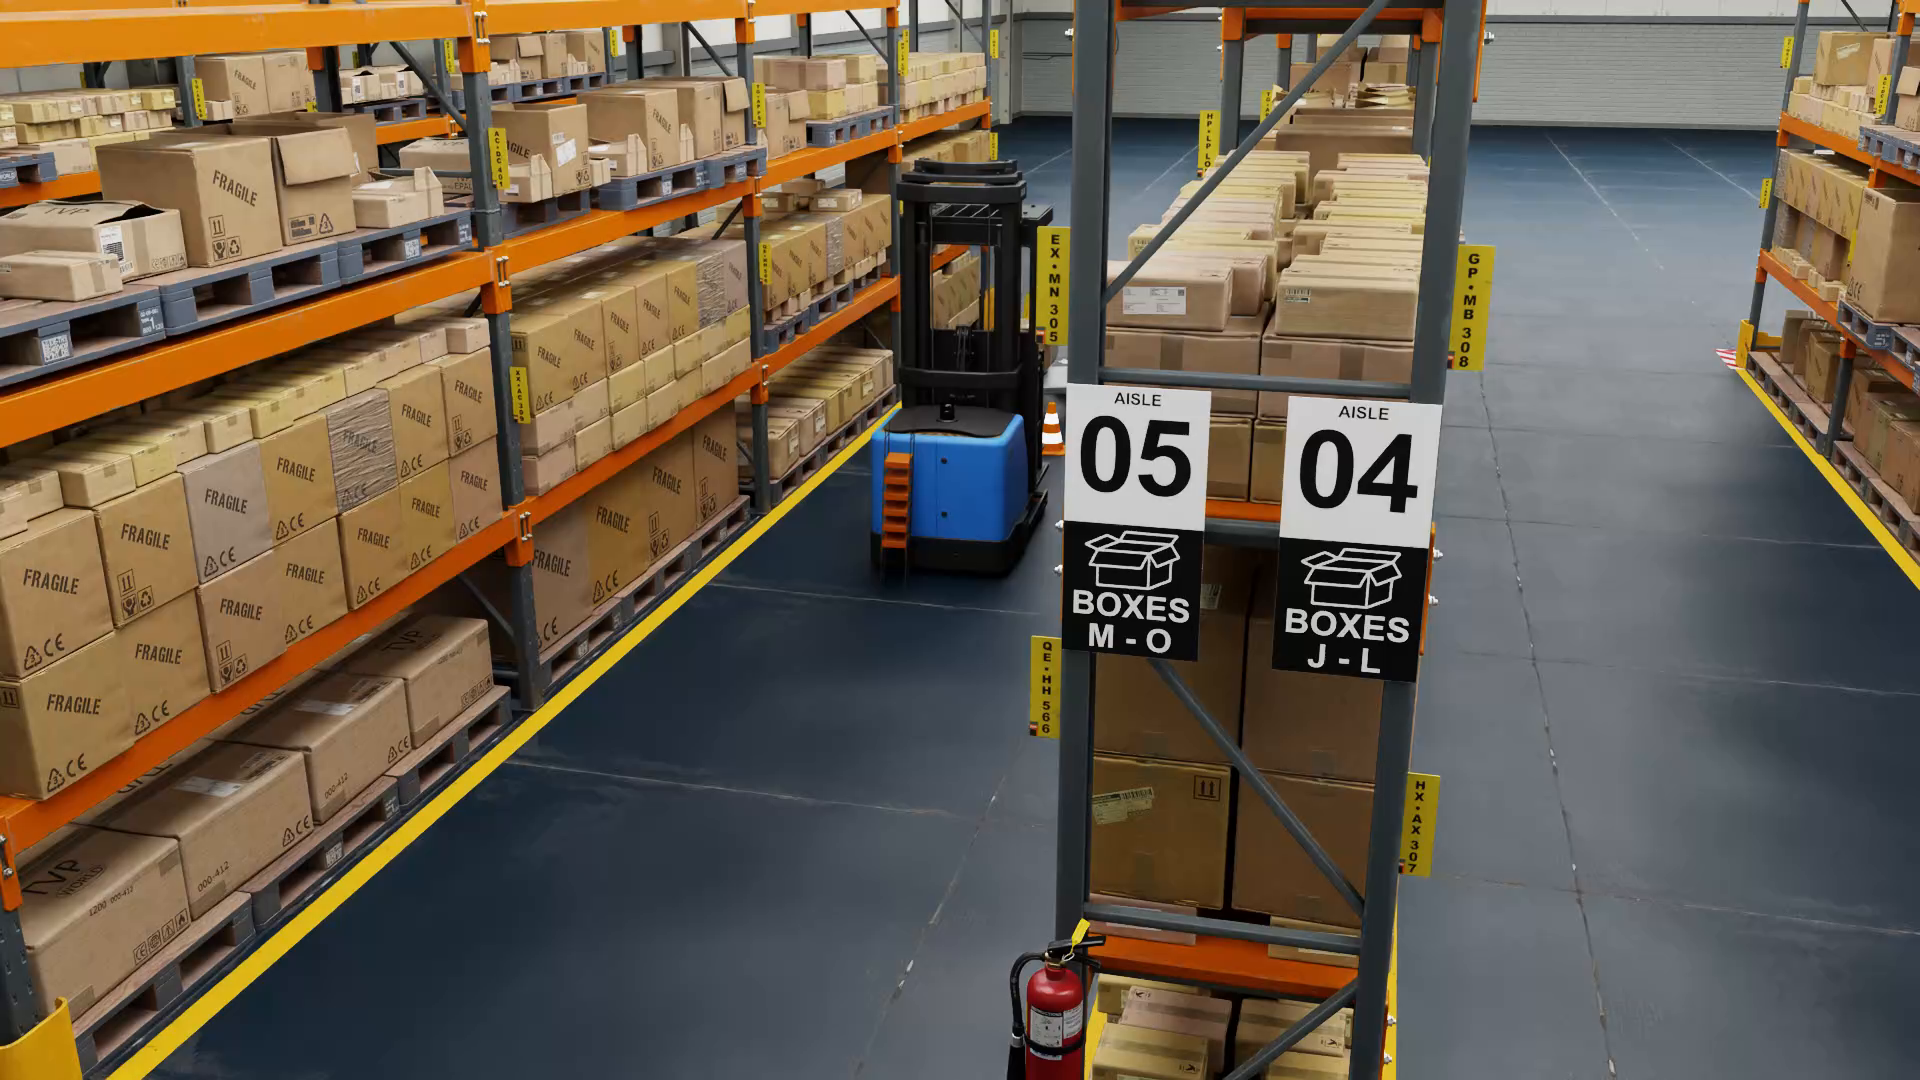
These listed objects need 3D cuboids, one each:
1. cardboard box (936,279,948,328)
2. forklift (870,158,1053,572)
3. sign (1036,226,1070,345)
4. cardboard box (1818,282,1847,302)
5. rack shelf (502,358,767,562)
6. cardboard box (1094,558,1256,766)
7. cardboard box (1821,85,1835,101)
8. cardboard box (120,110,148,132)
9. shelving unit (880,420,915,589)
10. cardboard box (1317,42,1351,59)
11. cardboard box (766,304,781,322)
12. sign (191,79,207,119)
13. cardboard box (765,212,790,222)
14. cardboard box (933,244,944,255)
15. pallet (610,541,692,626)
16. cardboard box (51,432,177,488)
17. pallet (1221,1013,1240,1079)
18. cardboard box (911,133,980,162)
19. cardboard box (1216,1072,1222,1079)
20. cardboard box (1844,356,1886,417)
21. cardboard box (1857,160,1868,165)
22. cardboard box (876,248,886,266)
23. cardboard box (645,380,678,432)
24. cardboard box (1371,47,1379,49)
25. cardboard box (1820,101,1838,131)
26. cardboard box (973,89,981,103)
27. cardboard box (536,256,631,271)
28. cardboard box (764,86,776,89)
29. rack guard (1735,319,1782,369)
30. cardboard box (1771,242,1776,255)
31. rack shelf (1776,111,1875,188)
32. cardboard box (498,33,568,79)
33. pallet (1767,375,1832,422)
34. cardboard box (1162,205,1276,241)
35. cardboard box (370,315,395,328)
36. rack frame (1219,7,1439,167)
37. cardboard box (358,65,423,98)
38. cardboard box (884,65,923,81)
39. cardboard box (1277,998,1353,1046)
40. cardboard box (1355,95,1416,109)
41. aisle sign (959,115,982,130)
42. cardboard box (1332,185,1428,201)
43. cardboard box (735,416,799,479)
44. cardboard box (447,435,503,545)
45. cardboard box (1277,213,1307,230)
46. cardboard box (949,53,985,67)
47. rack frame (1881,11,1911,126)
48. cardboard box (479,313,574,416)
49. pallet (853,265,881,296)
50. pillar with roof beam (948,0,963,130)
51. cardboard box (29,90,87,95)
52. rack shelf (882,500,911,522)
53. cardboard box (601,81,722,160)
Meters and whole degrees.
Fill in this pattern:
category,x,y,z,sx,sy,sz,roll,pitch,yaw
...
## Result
category,x,y,z,sx,sy,sz,roll,pitch,yaw
cardboard box,-0.446,-2.678,18.831,0.500,0.500,0.500,6,20,16
forklift,0.125,-1.587,13.298,1.130,2.935,3.031,4,19,11
sign,0.260,-0.699,4.583,0.100,0.325,0.005,5,19,13
cardboard box,8.420,-2.358,15.840,0.380,0.149,0.250,5,19,13
rack shelf,-2.565,-0.710,11.738,1.077,0.370,4.000,5,19,13
cardboard box,0.664,0.365,5.315,0.500,0.500,0.500,4,19,12
cardboard box,8.845,-4.466,16.597,0.380,0.149,0.250,4,19,11
cardboard box,-6.826,-3.395,13.462,0.380,0.149,0.250,4,19,12
shelving unit,-0.455,-0.252,12.056,0.189,1.200,0.258,4,19,4
cardboard box,3.629,-4.793,16.290,0.380,0.149,0.250,5,19,13
cardboard box,-1.715,-1.930,13.936,0.380,0.149,0.250,3,19,10
sign,-6.365,-3.688,13.905,0.100,0.325,0.005,5,19,13
cardboard box,-1.863,-2.720,15.247,0.500,0.500,0.500,4,19,11
cardboard box,-0.390,-3.285,18.554,0.380,0.149,0.250,5,19,14
pallet,-2.643,0.265,12.085,1.003,0.211,1.213,5,19,13
cardboard box,-3.460,-0.330,6.809,0.380,0.149,0.250,4,19,12
pallet,1.045,2.234,6.322,1.003,0.211,1.213,5,19,13
cardboard box,-0.166,-4.510,19.590,0.700,0.500,0.500,5,19,14
cardboard box,0.832,1.994,6.470,0.380,0.149,0.250,5,19,13
cardboard box,8.779,-1.466,16.057,0.500,0.500,0.500,12,22,31
cardboard box,9.351,-3.557,16.800,0.500,0.500,0.500,5,19,13
cardboard box,-0.958,-2.828,16.564,0.380,0.149,0.250,5,19,14
cardboard box,-2.294,-0.947,11.552,0.500,0.250,0.500,4,19,12
cardboard box,4.854,-5.385,18.640,0.500,0.250,0.500,5,19,14
cardboard box,8.752,-4.139,16.256,0.500,0.250,0.500,5,20,15
cardboard box,0.033,-5.271,19.726,0.380,0.149,0.250,5,19,14
cardboard box,-2.688,-1.745,11.954,0.500,0.500,0.500,5,20,15
cardboard box,-1.856,-4.008,15.223,0.500,0.250,0.500,4,19,13
rack guard,9.469,-2.195,18.841,1.175,0.500,0.348,5,19,13
cardboard box,9.187,-3.212,18.341,0.380,0.149,0.250,5,19,13
rack shelf,8.999,-3.854,16.303,1.077,0.370,4.000,5,19,13
cardboard box,-5.155,-5.817,19.978,0.700,0.500,0.500,5,19,14
pallet,8.936,-1.425,17.034,1.003,0.211,1.213,5,19,13
cardboard box,0.933,-1.110,5.999,0.380,0.149,0.250,5,20,15
cardboard box,-3.383,-1.172,9.274,0.380,0.149,0.250,4,19,13
rack frame,1.771,-2.903,7.765,1.000,3.000,0.127,5,19,13
cardboard box,-5.854,-4.699,16.997,0.500,0.311,0.500,4,19,12
cardboard box,-0.598,-4.847,17.253,0.380,0.149,0.250,4,19,12
cardboard box,1.387,1.756,6.245,0.380,0.149,0.250,5,19,13
cardboard box,2.607,-2.595,10.164,0.396,0.266,0.258,5,19,13
aisle sign,0.174,-5.411,20.367,0.394,0.787,0.004,5,19,13
cardboard box,1.668,-1.311,6.585,0.380,0.149,0.250,5,19,13
cardboard box,-1.929,-0.809,14.330,0.950,0.372,0.625,3,19,10
cardboard box,-2.920,-0.305,9.285,0.500,0.500,0.500,5,19,14
cardboard box,1.158,-1.205,6.892,0.500,0.250,0.500,5,19,14
cardboard box,0.081,-5.733,19.846,0.380,0.149,0.250,5,19,14
rack frame,8.510,-4.987,13.866,1.000,3.000,0.127,5,19,13
cardboard box,-2.668,-1.059,9.946,0.500,0.500,0.500,5,19,14
pallet,-1.427,-2.612,16.491,1.003,0.211,1.213,5,19,13
pillar with roof beam,4.058,-14.450,41.570,9.100,9.000,0.400,5,19,13
cardboard box,-7.339,-3.575,13.528,0.380,0.149,0.250,5,19,14
rack shelf,-0.457,-0.210,12.070,0.180,0.103,0.258,4,19,4
cardboard box,-2.134,-3.017,11.935,0.700,0.500,0.500,4,19,11
